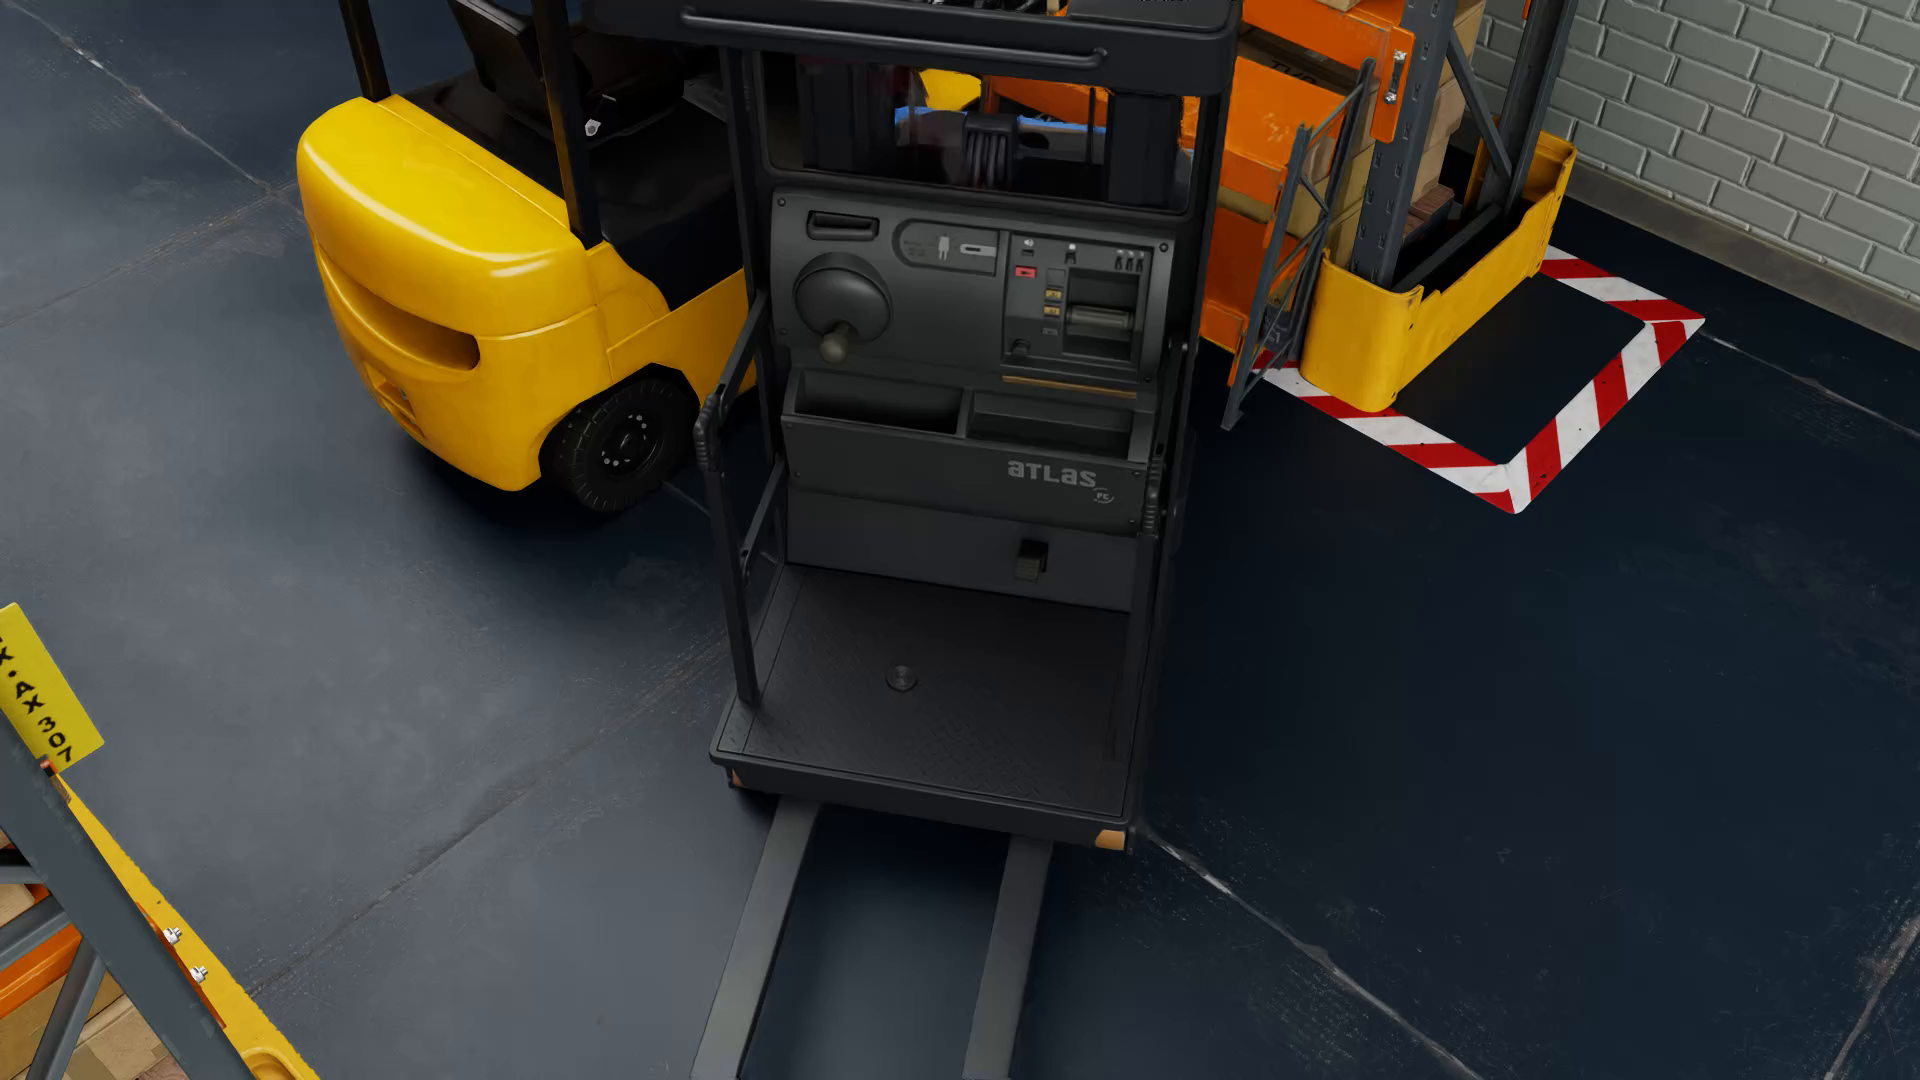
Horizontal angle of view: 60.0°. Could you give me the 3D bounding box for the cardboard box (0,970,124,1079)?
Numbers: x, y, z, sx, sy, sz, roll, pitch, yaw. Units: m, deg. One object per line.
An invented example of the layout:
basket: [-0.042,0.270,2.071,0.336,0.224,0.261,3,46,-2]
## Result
cardboard box: [-2.127,0.793,3.531,0.500,0.500,0.500,32,55,27]

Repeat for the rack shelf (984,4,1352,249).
rack shelf: [0.639,-1.319,5.126,1.000,0.278,0.538,28,49,19]

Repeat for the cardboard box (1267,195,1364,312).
cardboard box: [1.100,-1.116,5.838,0.500,0.250,0.500,34,56,28]

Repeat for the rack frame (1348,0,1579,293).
rack frame: [1.659,-1.850,4.930,0.127,3.000,1.000,34,55,28]

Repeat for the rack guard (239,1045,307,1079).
rack guard: [-1.760,1.629,3.378,0.348,0.500,1.175,34,55,28]

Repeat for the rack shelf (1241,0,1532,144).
rack shelf: [0.190,-2.593,6.120,4.000,0.370,1.077,34,55,28]

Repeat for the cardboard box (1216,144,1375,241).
cardboard box: [1.090,-1.297,5.665,0.500,0.250,0.500,33,55,27]

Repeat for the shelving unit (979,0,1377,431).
shelving unit: [0.616,-1.116,5.336,1.048,1.125,0.538,28,49,19]

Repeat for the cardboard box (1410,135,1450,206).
cardboard box: [1.431,-1.400,6.105,0.500,0.250,0.500,34,56,28]

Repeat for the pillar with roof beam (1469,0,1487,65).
pillar with roof beam: [-1.161,-2.424,1.354,0.400,9.000,9.100,34,55,28]

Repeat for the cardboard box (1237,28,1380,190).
cardboard box: [1.109,-1.455,5.471,0.500,0.250,0.500,36,56,29]

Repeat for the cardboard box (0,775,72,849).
cardboard box: [-1.864,0.292,2.646,0.500,0.500,0.500,33,55,27]

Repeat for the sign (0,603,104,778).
sign: [-1.337,0.224,2.388,0.005,0.325,0.100,34,55,28]

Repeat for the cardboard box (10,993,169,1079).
cardboard box: [-2.110,1.061,3.794,0.500,0.250,0.500,33,55,27]

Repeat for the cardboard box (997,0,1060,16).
cardboard box: [0.353,-1.949,5.935,0.500,0.250,0.500,35,56,28]

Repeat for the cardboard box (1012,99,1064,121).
cardboard box: [0.335,-1.795,6.133,0.500,0.250,0.500,33,55,27]

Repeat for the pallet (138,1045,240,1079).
pallet: [-2.333,1.307,3.878,1.213,0.211,1.003,34,55,28]

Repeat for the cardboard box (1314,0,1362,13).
cardboard box: [1.120,-1.987,4.989,0.500,0.500,0.500,33,55,27]

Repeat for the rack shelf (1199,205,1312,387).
rack shelf: [0.597,-0.946,5.511,1.000,0.278,0.538,28,49,19]

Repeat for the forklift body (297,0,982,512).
forklift body: [-0.971,-1.520,5.202,1.214,2.155,2.313,34,55,28]

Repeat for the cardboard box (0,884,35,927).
cardboard box: [-1.814,0.618,2.784,0.250,0.149,0.380,34,55,28]

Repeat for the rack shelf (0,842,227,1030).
rack shelf: [-3.174,0.068,3.622,4.000,0.370,1.077,34,55,28]

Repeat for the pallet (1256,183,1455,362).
pallet: [1.069,-1.251,6.280,1.213,0.211,1.003,34,55,28]

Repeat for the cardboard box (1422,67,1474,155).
cardboard box: [1.455,-1.567,5.919,0.500,0.250,0.500,35,56,28]

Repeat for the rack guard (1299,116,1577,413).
rack guard: [1.677,-0.983,5.830,0.348,0.500,1.175,34,55,28]

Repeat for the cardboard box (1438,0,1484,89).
cardboard box: [1.435,-1.734,5.733,0.500,0.250,0.500,33,55,27]

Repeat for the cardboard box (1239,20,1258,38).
cardboard box: [0.730,-1.705,5.705,0.500,0.250,0.500,35,56,28]

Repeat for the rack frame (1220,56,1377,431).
rack frame: [1.041,-0.893,5.167,0.032,1.125,0.500,28,49,19]

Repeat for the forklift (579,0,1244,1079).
forklift: [-0.022,-0.473,3.684,1.130,2.935,3.031,8,47,8]

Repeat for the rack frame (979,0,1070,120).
rack frame: [0.191,-1.338,5.505,0.032,1.125,0.500,28,49,19]
